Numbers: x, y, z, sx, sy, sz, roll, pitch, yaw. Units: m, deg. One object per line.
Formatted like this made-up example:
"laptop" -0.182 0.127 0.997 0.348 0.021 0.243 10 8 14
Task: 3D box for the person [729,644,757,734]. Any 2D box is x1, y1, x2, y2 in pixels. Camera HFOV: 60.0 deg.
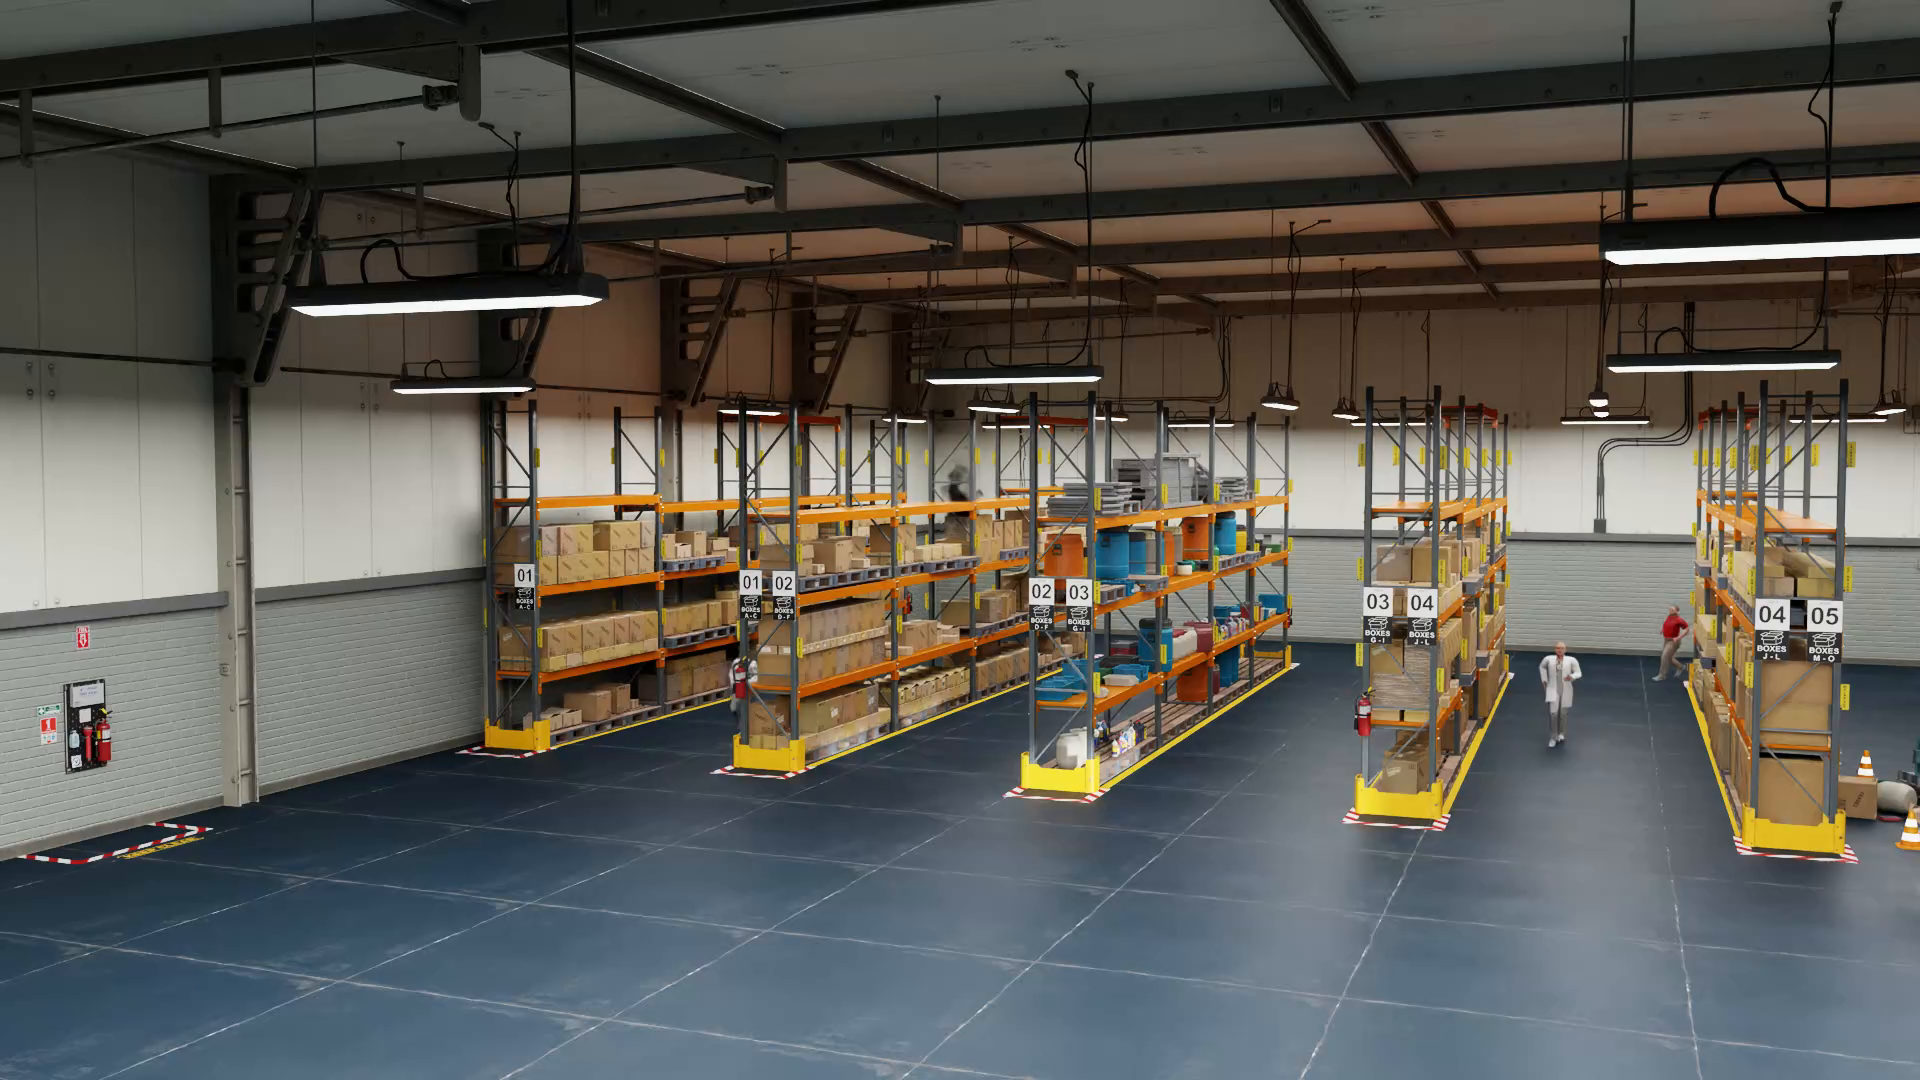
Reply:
"person" -3.937 2.690 30.075 0.612 1.650 0.564 1 3 13

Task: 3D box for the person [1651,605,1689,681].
"person" 16.030 2.314 37.326 0.859 1.717 0.694 0 3 -9

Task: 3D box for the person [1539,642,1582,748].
"person" 10.467 2.697 28.991 0.686 1.846 0.854 1 3 17
